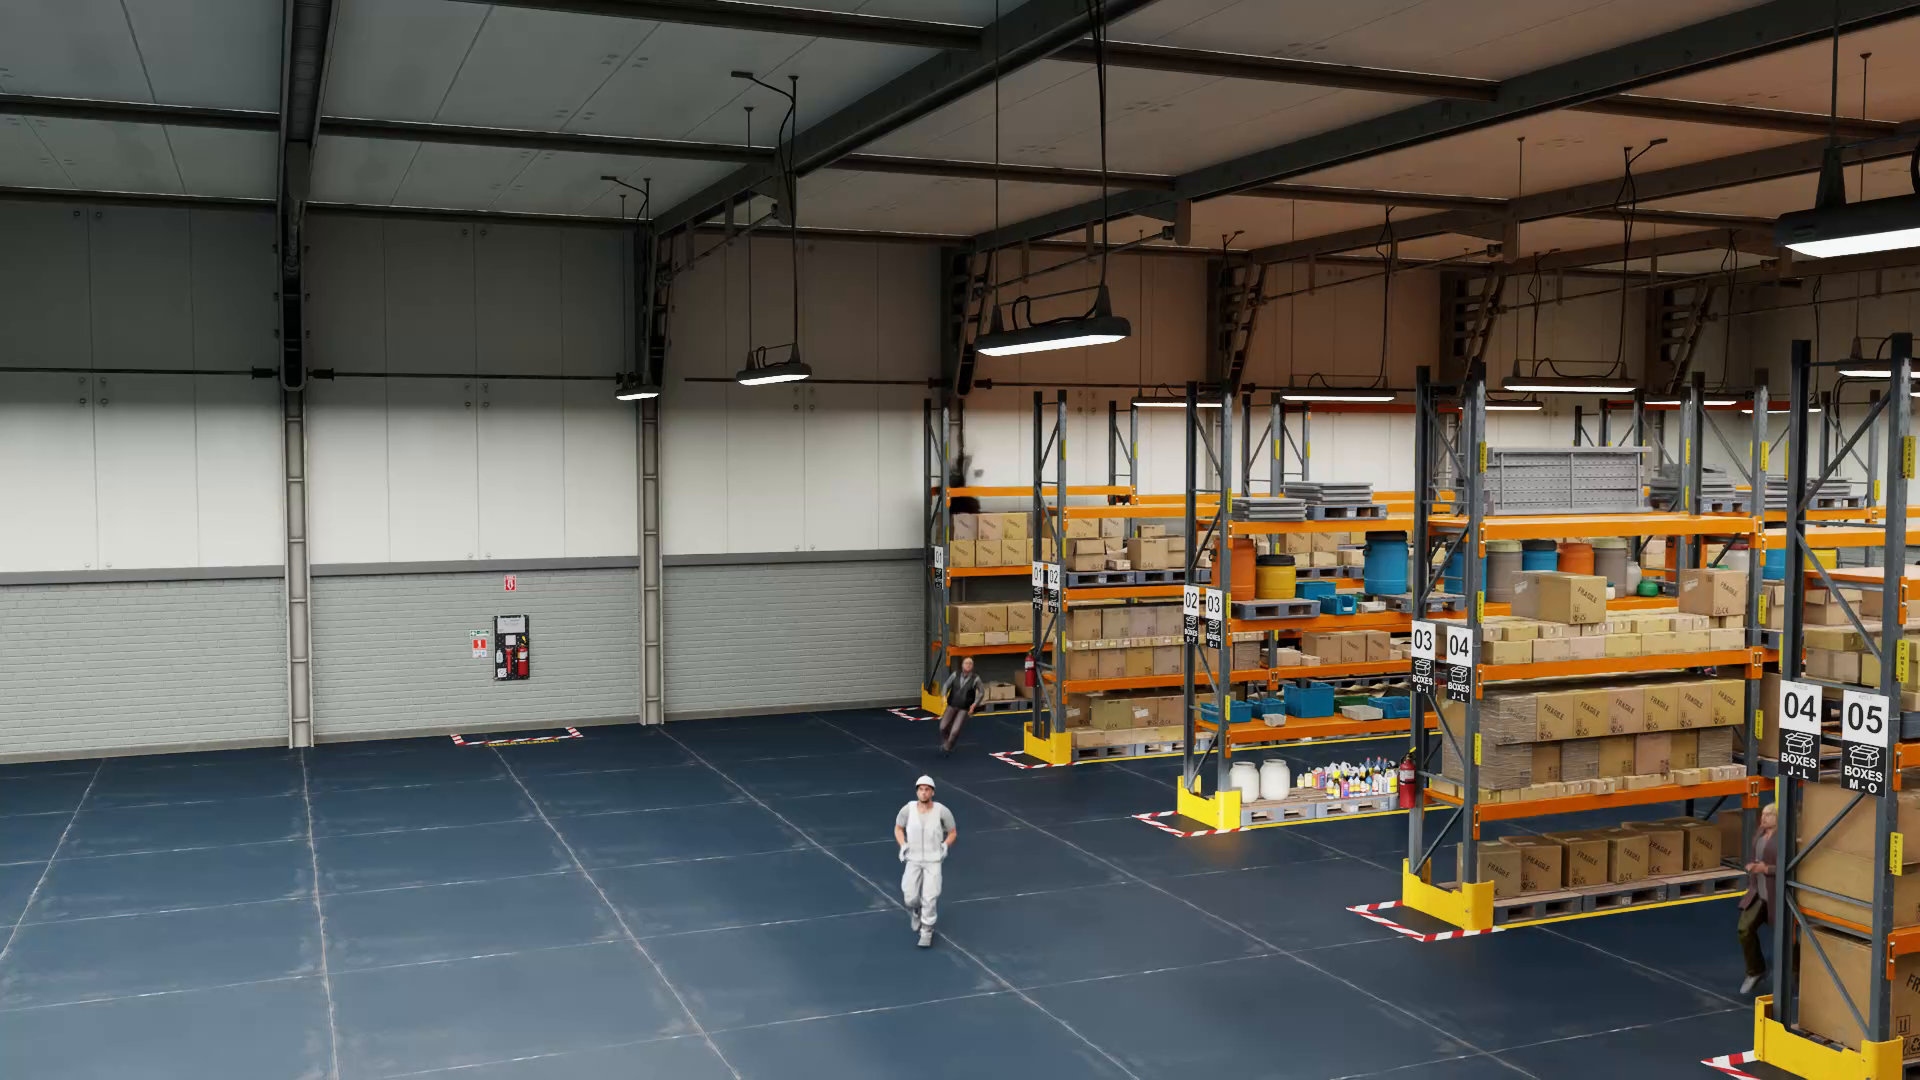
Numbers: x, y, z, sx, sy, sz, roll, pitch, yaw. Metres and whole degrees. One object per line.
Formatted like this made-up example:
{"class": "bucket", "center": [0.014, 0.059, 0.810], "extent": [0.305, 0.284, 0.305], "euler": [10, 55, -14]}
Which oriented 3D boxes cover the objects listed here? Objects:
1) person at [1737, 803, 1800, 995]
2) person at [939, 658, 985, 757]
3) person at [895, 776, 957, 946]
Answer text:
{"class": "person", "center": [7.624, 3.367, 15.530], "extent": [0.833, 1.832, 0.678], "euler": [-1, 4, -23]}
{"class": "person", "center": [0.013, 2.744, 27.335], "extent": [0.787, 1.626, 0.541], "euler": [1, 3, 15]}
{"class": "person", "center": [-0.363, 3.288, 17.071], "extent": [0.652, 1.738, 0.615], "euler": [0, 3, 5]}
